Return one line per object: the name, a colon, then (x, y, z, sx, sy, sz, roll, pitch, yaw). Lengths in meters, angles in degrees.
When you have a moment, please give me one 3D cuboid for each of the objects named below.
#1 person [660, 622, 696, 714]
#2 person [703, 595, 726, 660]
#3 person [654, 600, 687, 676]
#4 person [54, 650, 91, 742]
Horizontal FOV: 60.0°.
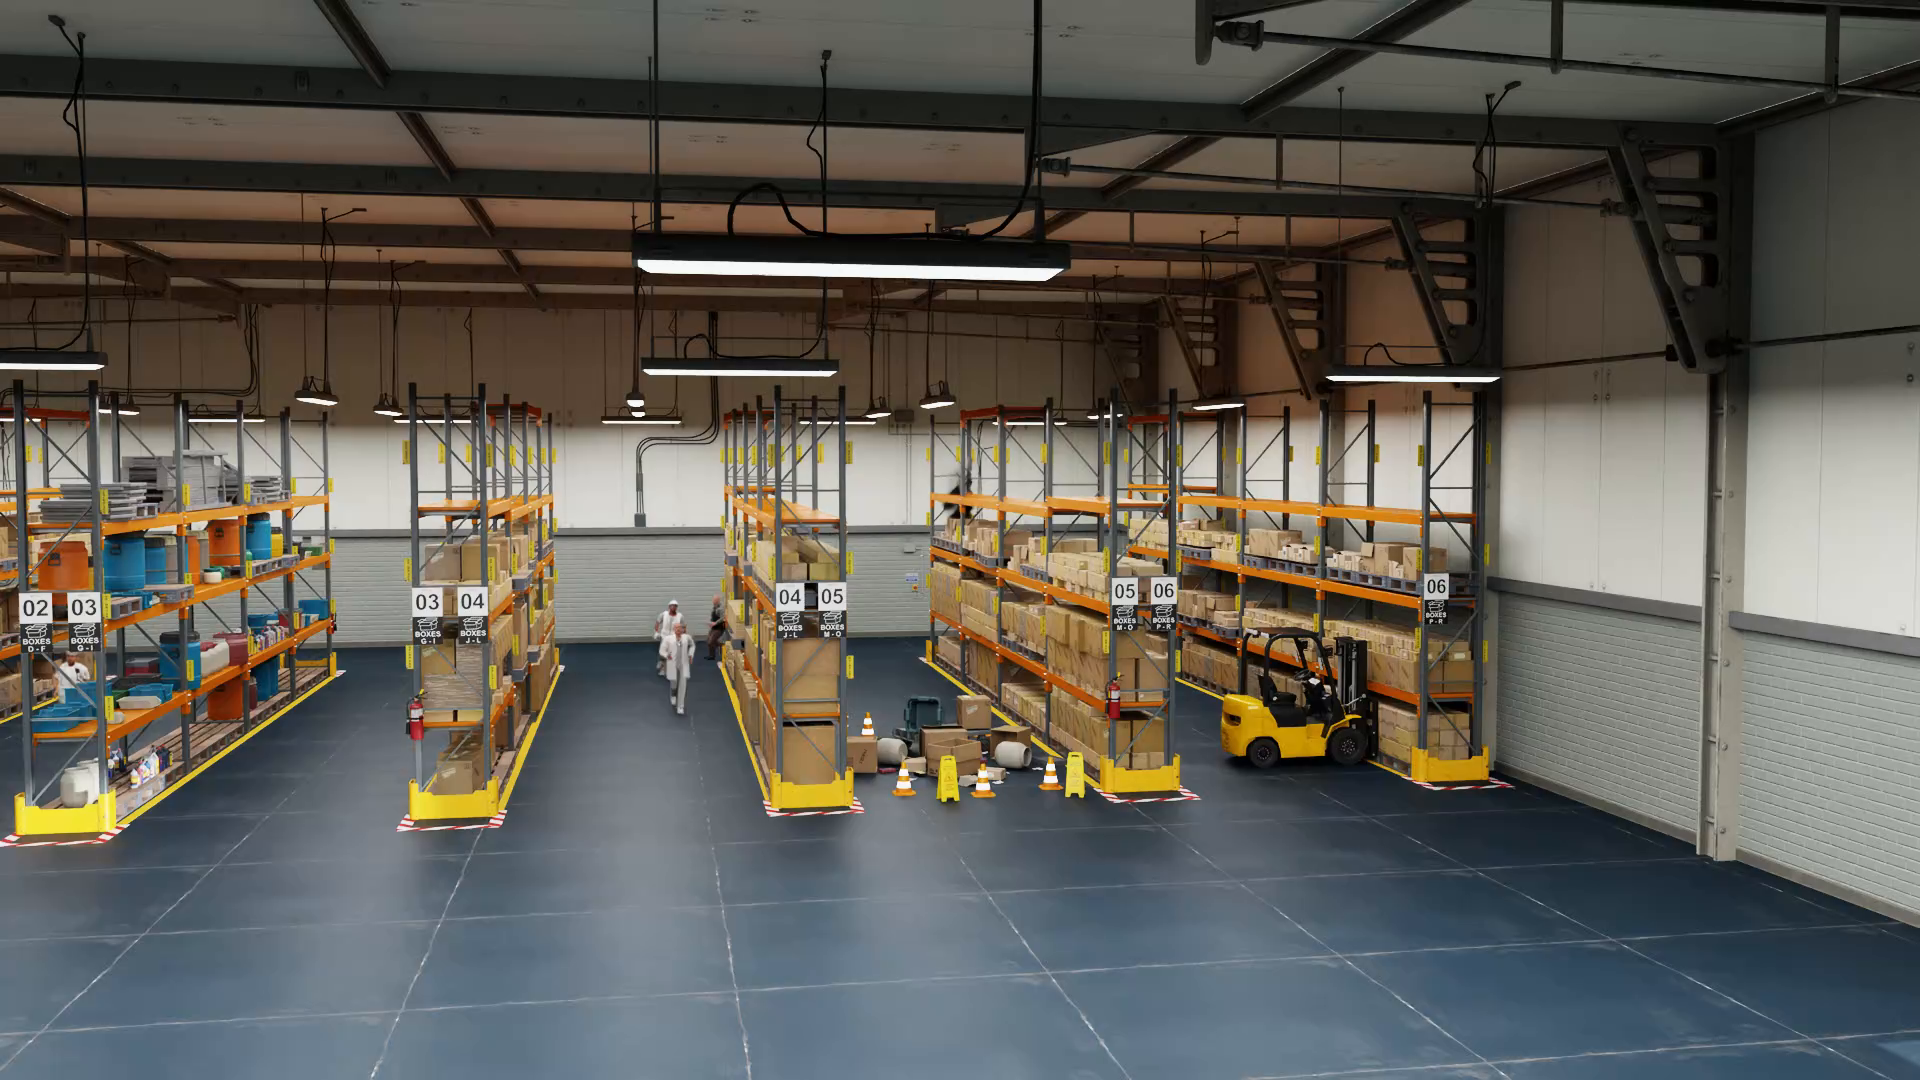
person: (-5.469, 2.468, 32.308, 0.712, 1.756, 1.031, -1, 3, -15)
person: (-5.920, 2.135, 40.561, 0.602, 1.627, 0.808, -1, 3, -24)
person: (-6.597, 2.230, 37.903, 0.732, 1.706, 0.549, -1, 3, -11)
person: (-15.470, 2.720, 28.936, 0.606, 1.620, 0.556, -1, 3, -19)
